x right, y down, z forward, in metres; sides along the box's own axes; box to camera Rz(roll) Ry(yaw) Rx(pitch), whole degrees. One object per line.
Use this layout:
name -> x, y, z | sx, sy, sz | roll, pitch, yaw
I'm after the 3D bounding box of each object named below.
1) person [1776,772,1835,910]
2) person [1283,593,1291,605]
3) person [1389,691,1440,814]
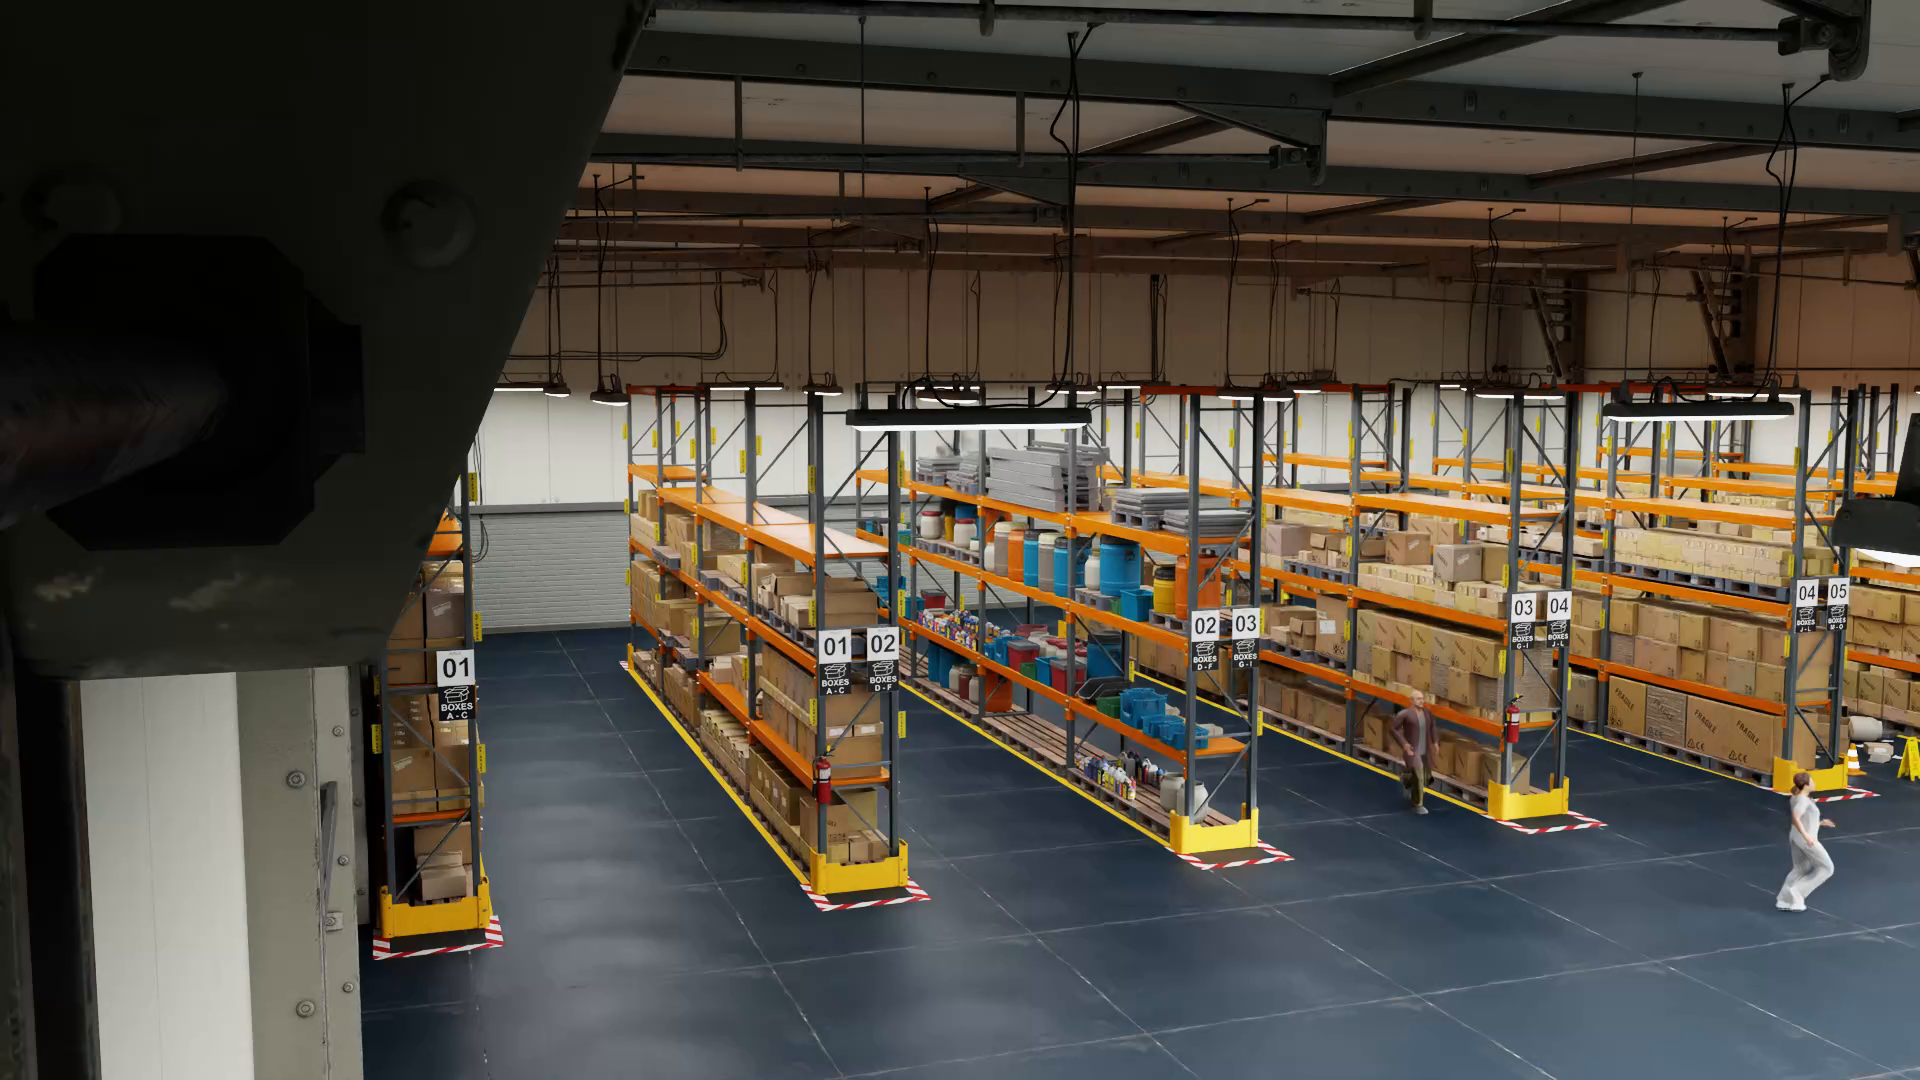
person -> 9.856, 3.508, 19.339 | 0.609, 1.630, 0.544 | 1, 6, 6
person -> 6.543, 1.966, 33.851 | 0.636, 1.814, 0.848 | -3, 7, -25
person -> 6.494, 3.008, 23.802 | 0.751, 1.734, 0.775 | -2, 6, -19
